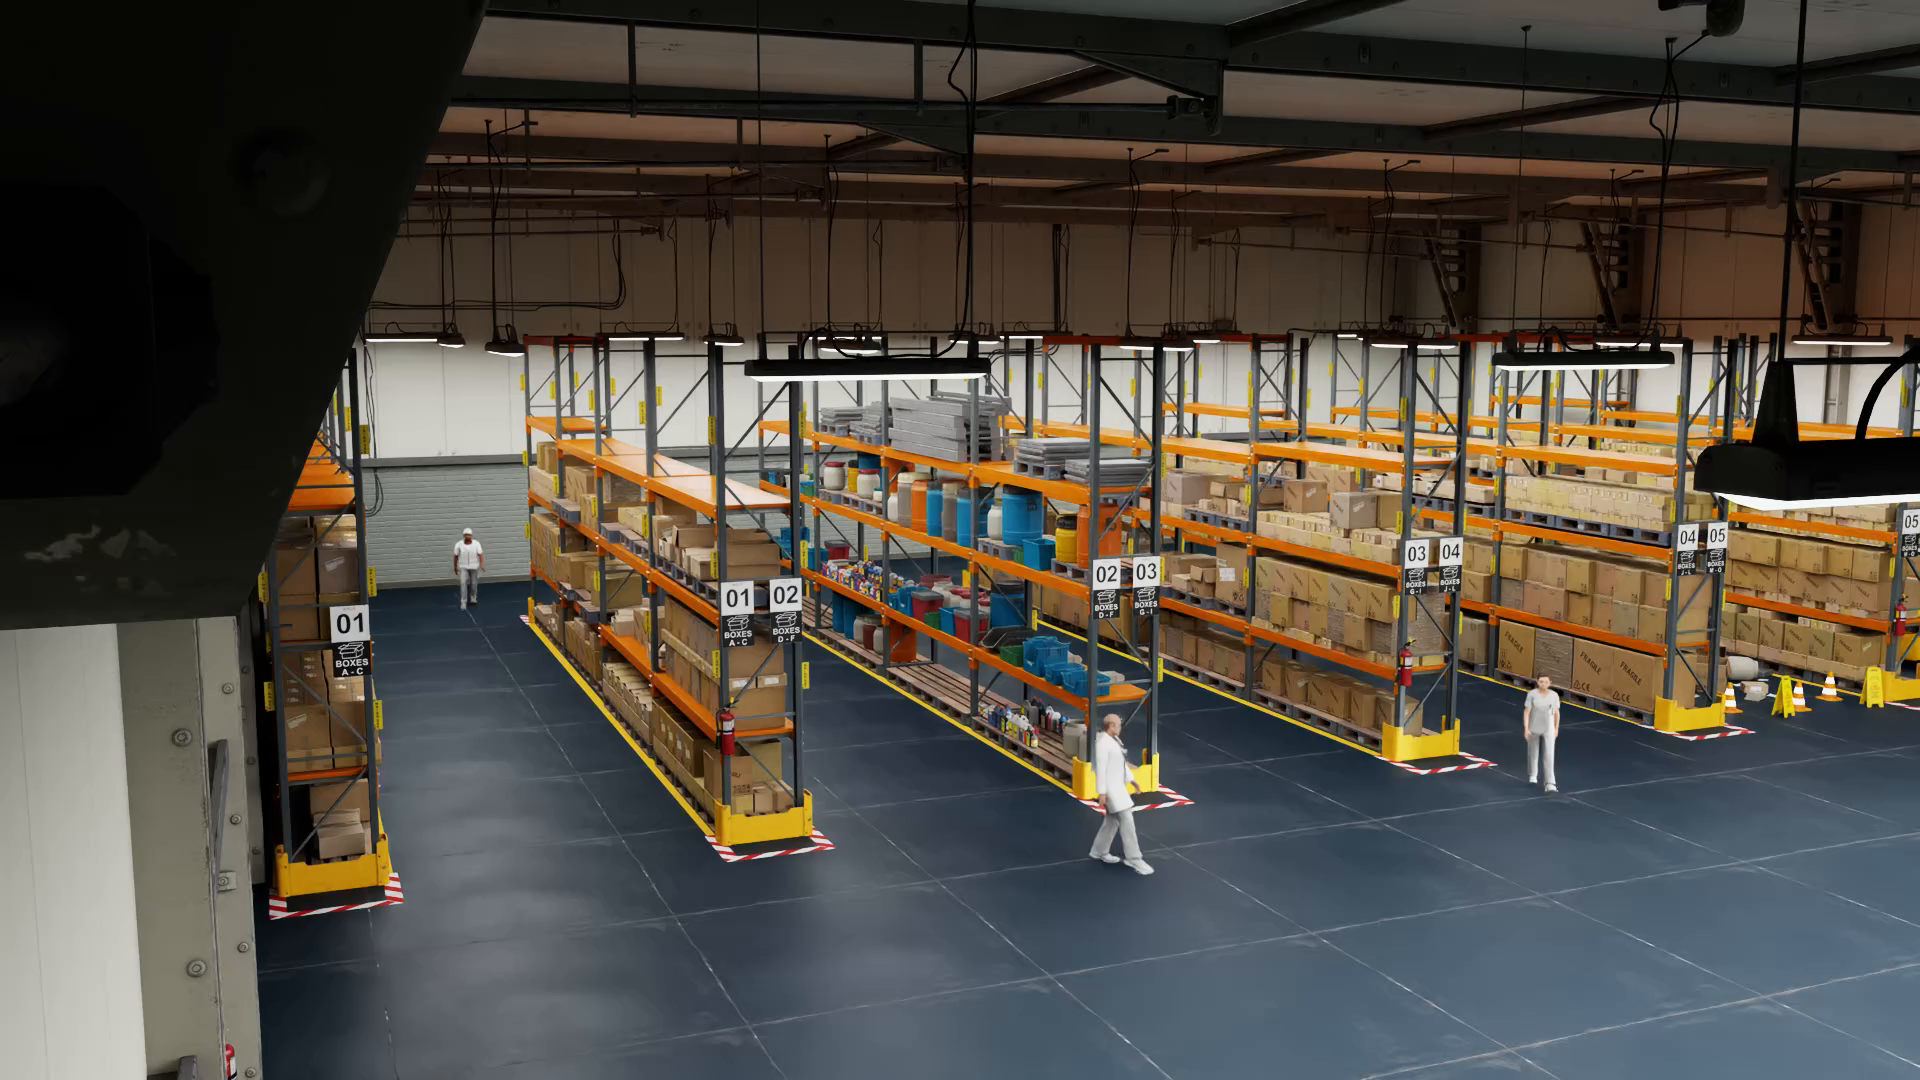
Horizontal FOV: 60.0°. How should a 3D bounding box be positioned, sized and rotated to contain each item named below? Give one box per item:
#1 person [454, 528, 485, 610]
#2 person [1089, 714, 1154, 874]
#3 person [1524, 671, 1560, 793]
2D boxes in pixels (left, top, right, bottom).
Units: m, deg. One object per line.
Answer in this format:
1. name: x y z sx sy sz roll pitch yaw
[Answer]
1. person: -10.785 0.599 36.539 0.663 1.725 1.005 -2 8 -14
2. person: 1.892 2.907 19.280 0.810 1.780 0.603 2 8 17
3. person: 7.793 2.558 22.293 0.467 1.608 1.089 2 8 18
